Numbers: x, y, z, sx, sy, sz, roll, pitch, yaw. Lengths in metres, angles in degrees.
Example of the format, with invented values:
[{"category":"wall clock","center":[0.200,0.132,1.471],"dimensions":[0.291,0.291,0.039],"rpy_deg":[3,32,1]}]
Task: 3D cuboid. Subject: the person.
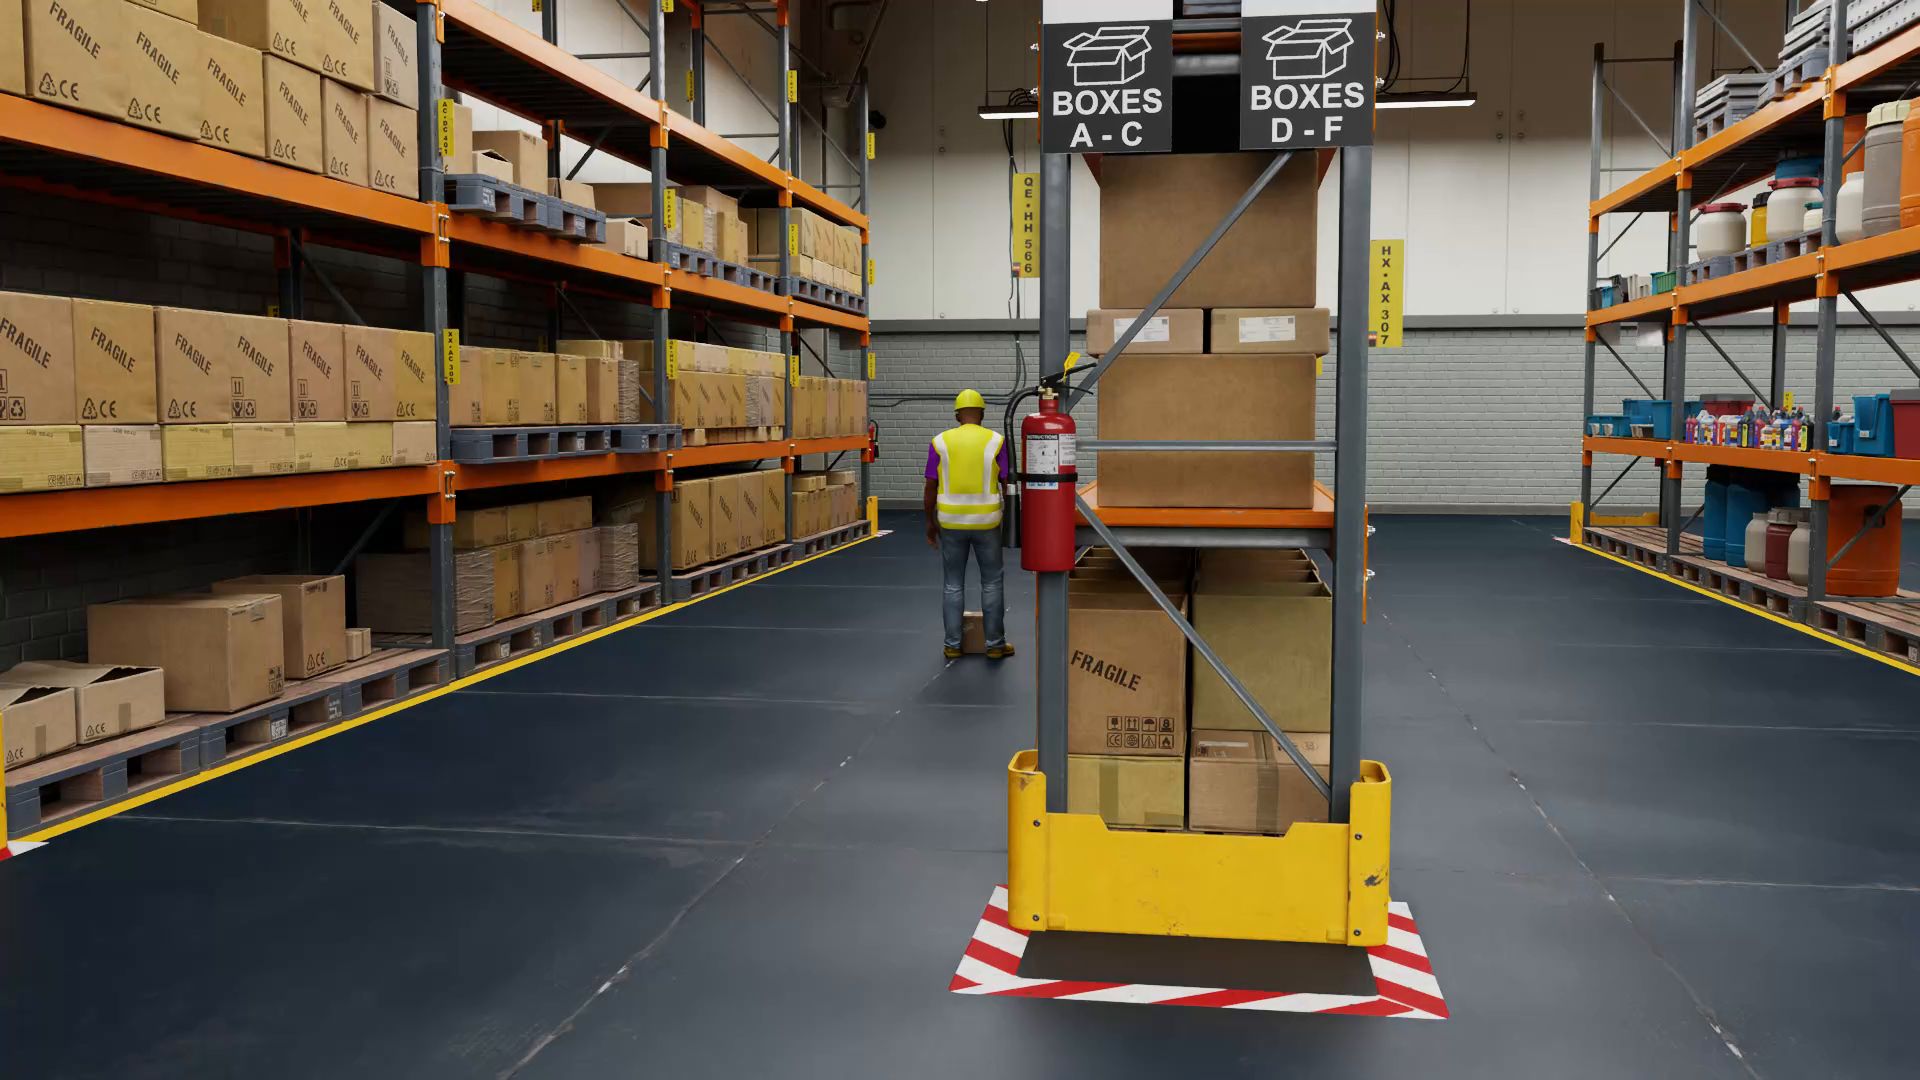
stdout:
[{"category":"person","center":[0.078,-0.110,10.948],"dimensions":[0.625,1.760,0.460],"rpy_deg":[1,4,8]}]
